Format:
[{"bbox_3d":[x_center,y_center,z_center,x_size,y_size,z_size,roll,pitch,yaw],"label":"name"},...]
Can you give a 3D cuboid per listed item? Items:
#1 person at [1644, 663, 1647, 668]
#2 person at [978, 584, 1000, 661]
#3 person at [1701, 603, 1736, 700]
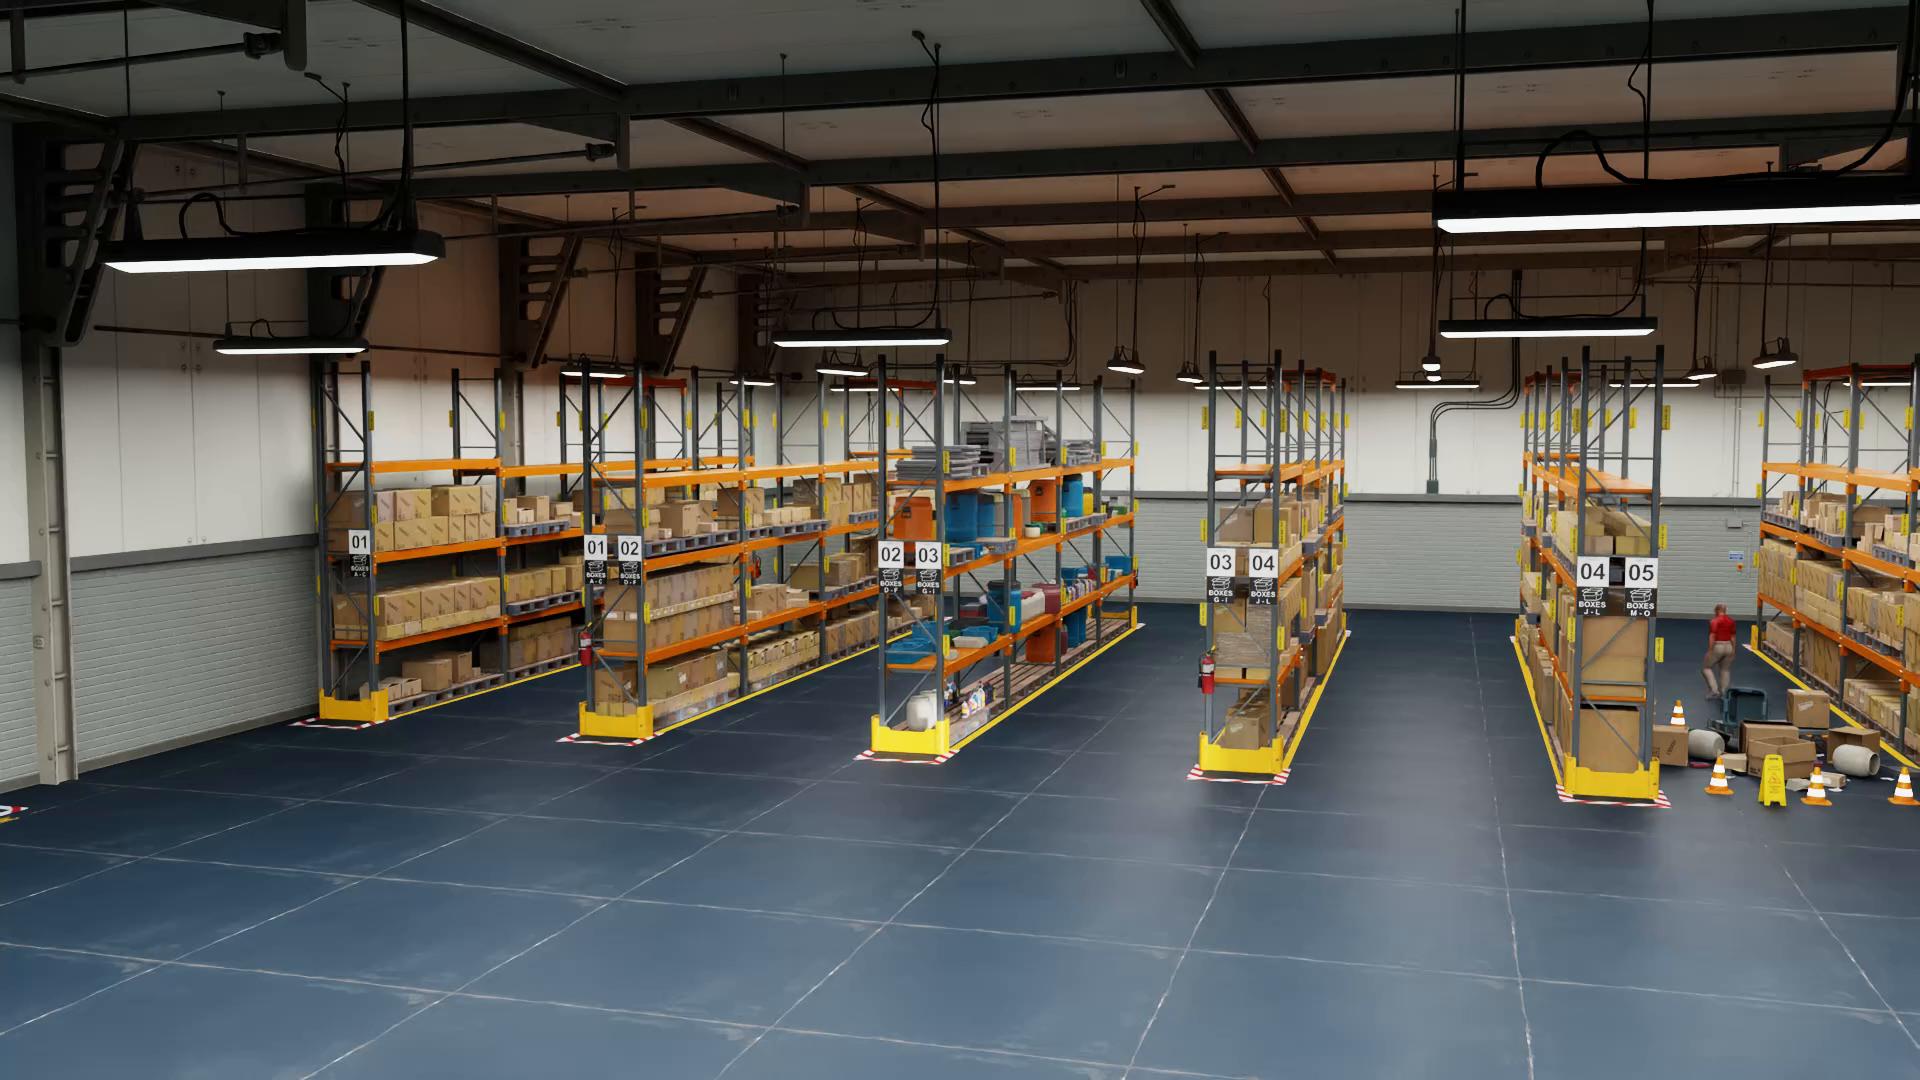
[{"bbox_3d":[13.601,1.724,33.550,0.618,1.775,0.591,1,4,15],"label":"person"},{"bbox_3d":[0.581,1.706,34.688,0.501,1.585,1.030,1,4,17],"label":"person"},{"bbox_3d":[13.680,2.016,29.931,0.580,1.756,0.413,-1,4,-13],"label":"person"}]
